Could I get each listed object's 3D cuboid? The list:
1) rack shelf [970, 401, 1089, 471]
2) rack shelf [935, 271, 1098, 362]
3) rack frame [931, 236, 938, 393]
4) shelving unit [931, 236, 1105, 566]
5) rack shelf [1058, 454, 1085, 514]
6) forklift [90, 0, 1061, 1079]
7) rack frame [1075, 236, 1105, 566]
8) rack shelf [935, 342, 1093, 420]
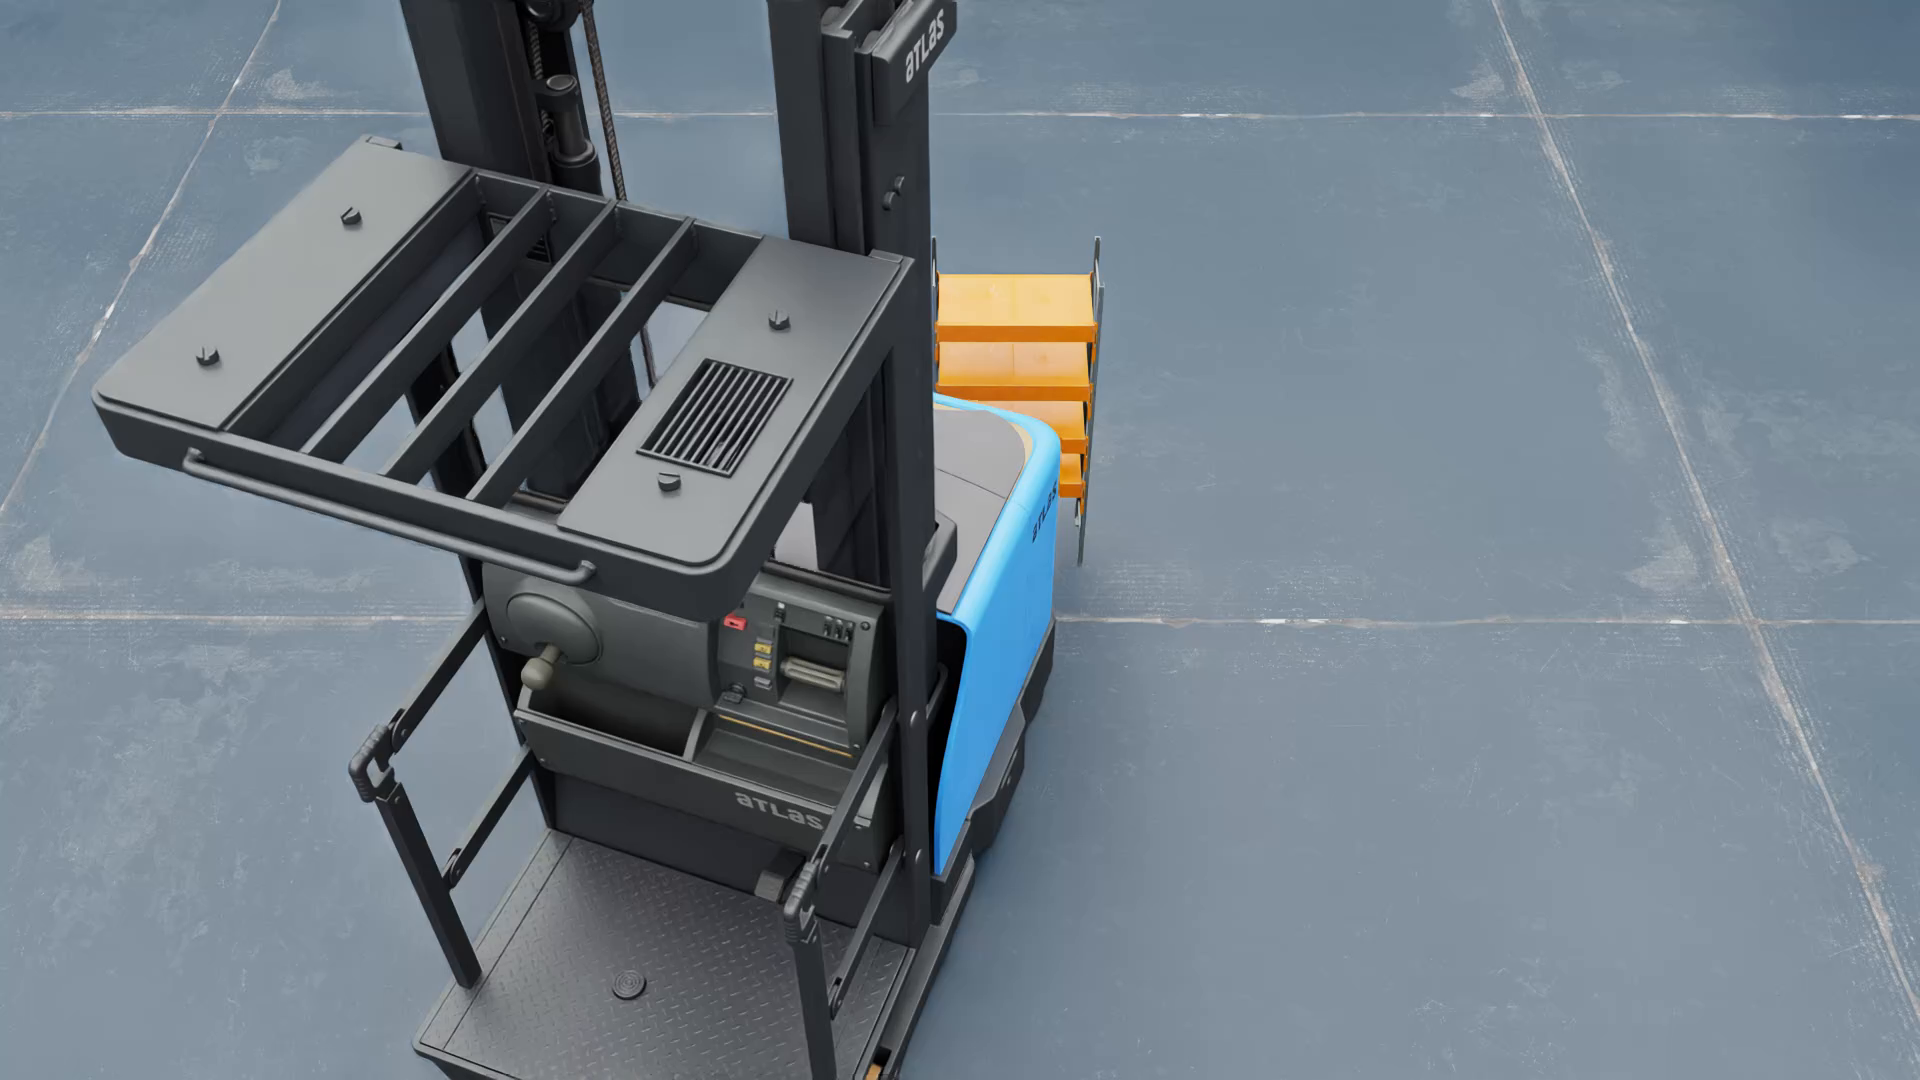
[{"bbox_3d":[0.166,-0.363,5.360,0.480,0.148,0.258,0,47,0],"label":"rack shelf"},{"bbox_3d":[0.166,-0.676,5.023,0.480,0.148,0.258,0,47,0],"label":"rack shelf"},{"bbox_3d":[-0.078,-0.409,5.311,0.015,1.200,0.240,0,47,0],"label":"rack frame"},{"bbox_3d":[0.166,-0.408,5.310,0.503,1.200,0.258,0,47,0],"label":"shelving unit"},{"bbox_3d":[0.166,-0.227,5.505,0.480,0.148,0.258,0,47,0],"label":"rack shelf"},{"bbox_3d":[-0.689,0.302,3.467,1.130,2.935,3.031,15,49,14],"label":"forklift"},{"bbox_3d":[0.410,-0.408,5.310,0.015,1.200,0.240,0,47,0],"label":"rack frame"},{"bbox_3d":[0.166,-0.515,5.196,0.480,0.148,0.258,0,47,0],"label":"rack shelf"}]
